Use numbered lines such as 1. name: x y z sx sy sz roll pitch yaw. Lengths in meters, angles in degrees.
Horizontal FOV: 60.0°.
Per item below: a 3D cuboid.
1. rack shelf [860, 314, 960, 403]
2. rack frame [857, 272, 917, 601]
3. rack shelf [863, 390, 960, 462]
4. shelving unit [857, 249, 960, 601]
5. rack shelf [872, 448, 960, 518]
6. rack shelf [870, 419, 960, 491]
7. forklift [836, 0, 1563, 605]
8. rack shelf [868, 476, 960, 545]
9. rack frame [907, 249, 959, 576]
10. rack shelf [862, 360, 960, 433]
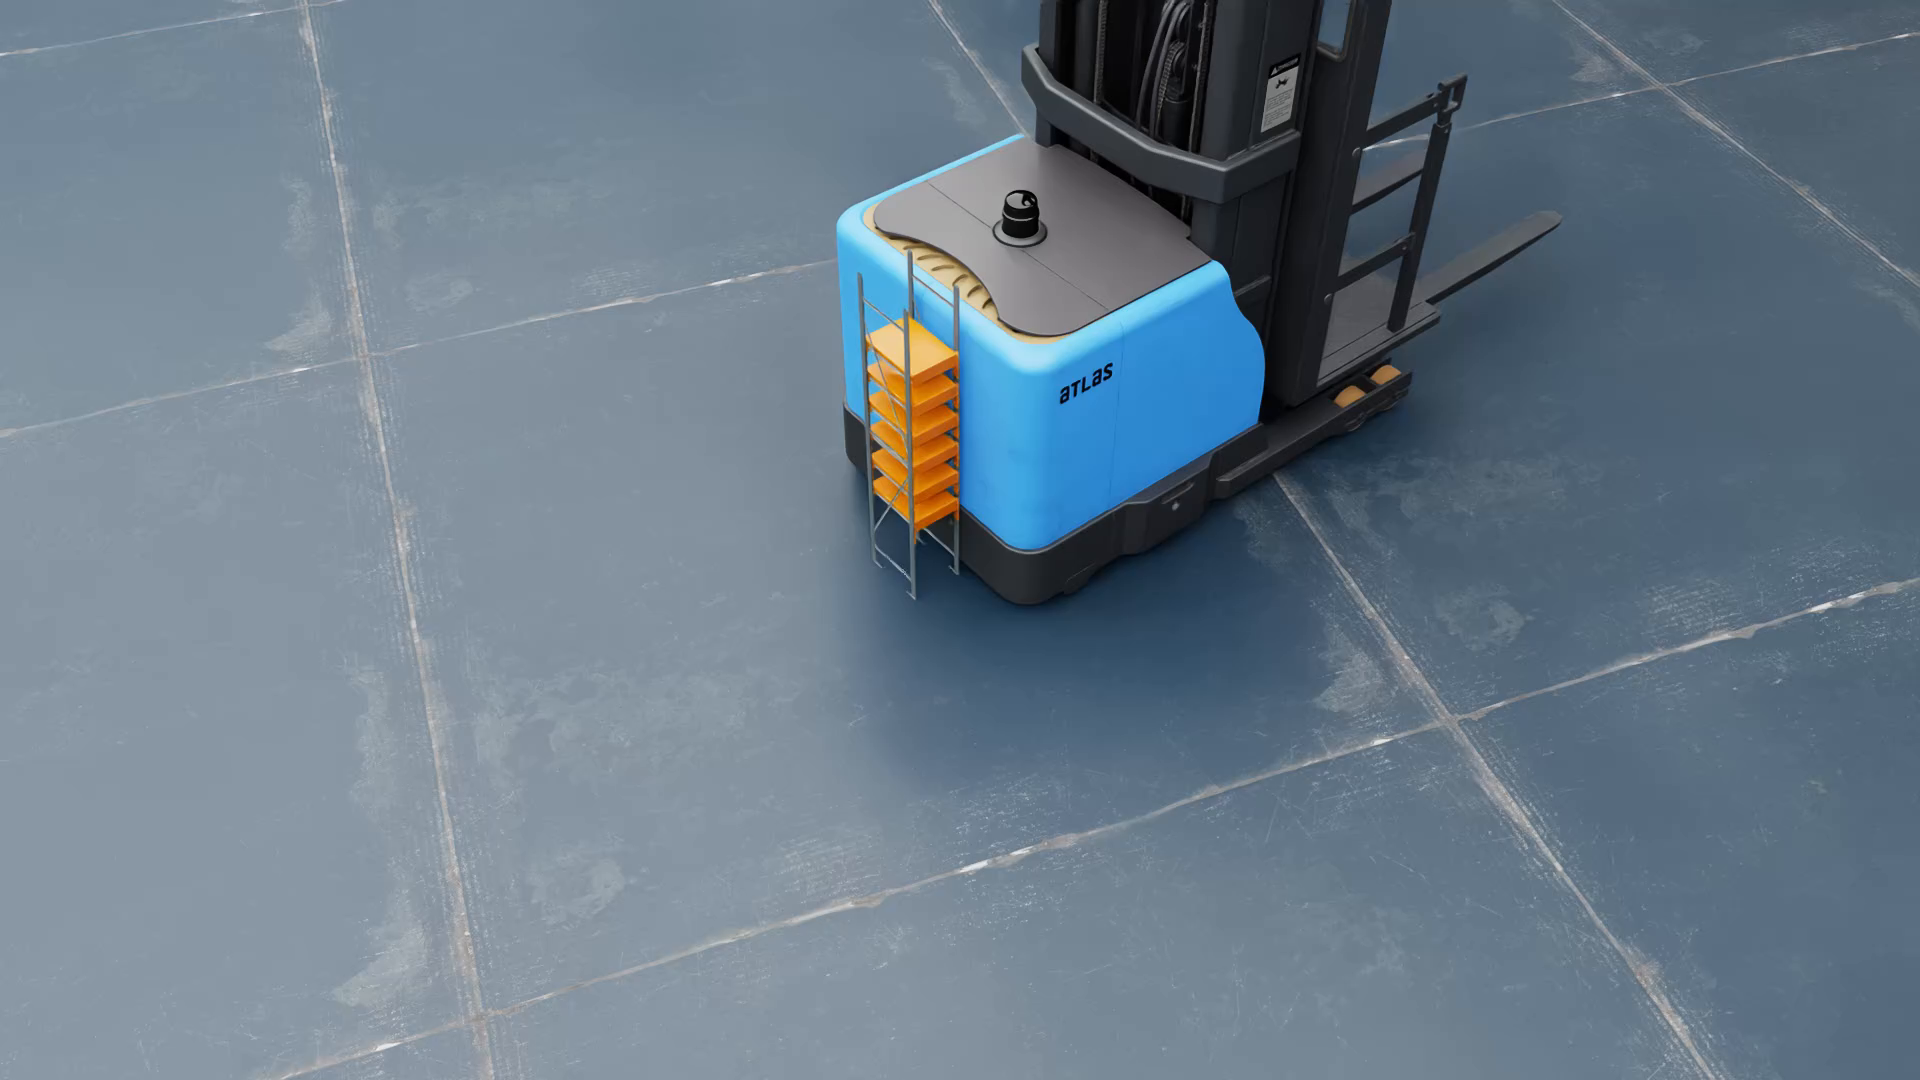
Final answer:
1. rack shelf: -0.151 -0.551 5.007 0.180 0.103 0.258 -30 52 -26
2. rack frame: -0.222 -0.288 5.190 0.006 1.200 0.240 -30 52 -26
3. rack shelf: -0.151 -0.382 5.177 0.180 0.103 0.258 -30 52 -26
4. shelving unit: -0.151 -0.328 5.230 0.189 1.200 0.258 -30 52 -26
5. rack shelf: -0.151 -0.212 5.347 0.180 0.103 0.258 -30 52 -26
6. rack shelf: -0.151 -0.297 5.262 0.180 0.103 0.258 -30 52 -26
7. forklift: 1.057 -1.701 5.376 3.031 2.935 1.130 -30 52 -26
8. rack shelf: -0.151 -0.128 5.432 0.180 0.103 0.258 -30 52 -26
9. rack frame: -0.079 -0.369 5.271 0.006 1.200 0.240 -30 52 -26
10. rack shelf: -0.151 -0.466 5.092 0.180 0.103 0.258 -30 52 -26
